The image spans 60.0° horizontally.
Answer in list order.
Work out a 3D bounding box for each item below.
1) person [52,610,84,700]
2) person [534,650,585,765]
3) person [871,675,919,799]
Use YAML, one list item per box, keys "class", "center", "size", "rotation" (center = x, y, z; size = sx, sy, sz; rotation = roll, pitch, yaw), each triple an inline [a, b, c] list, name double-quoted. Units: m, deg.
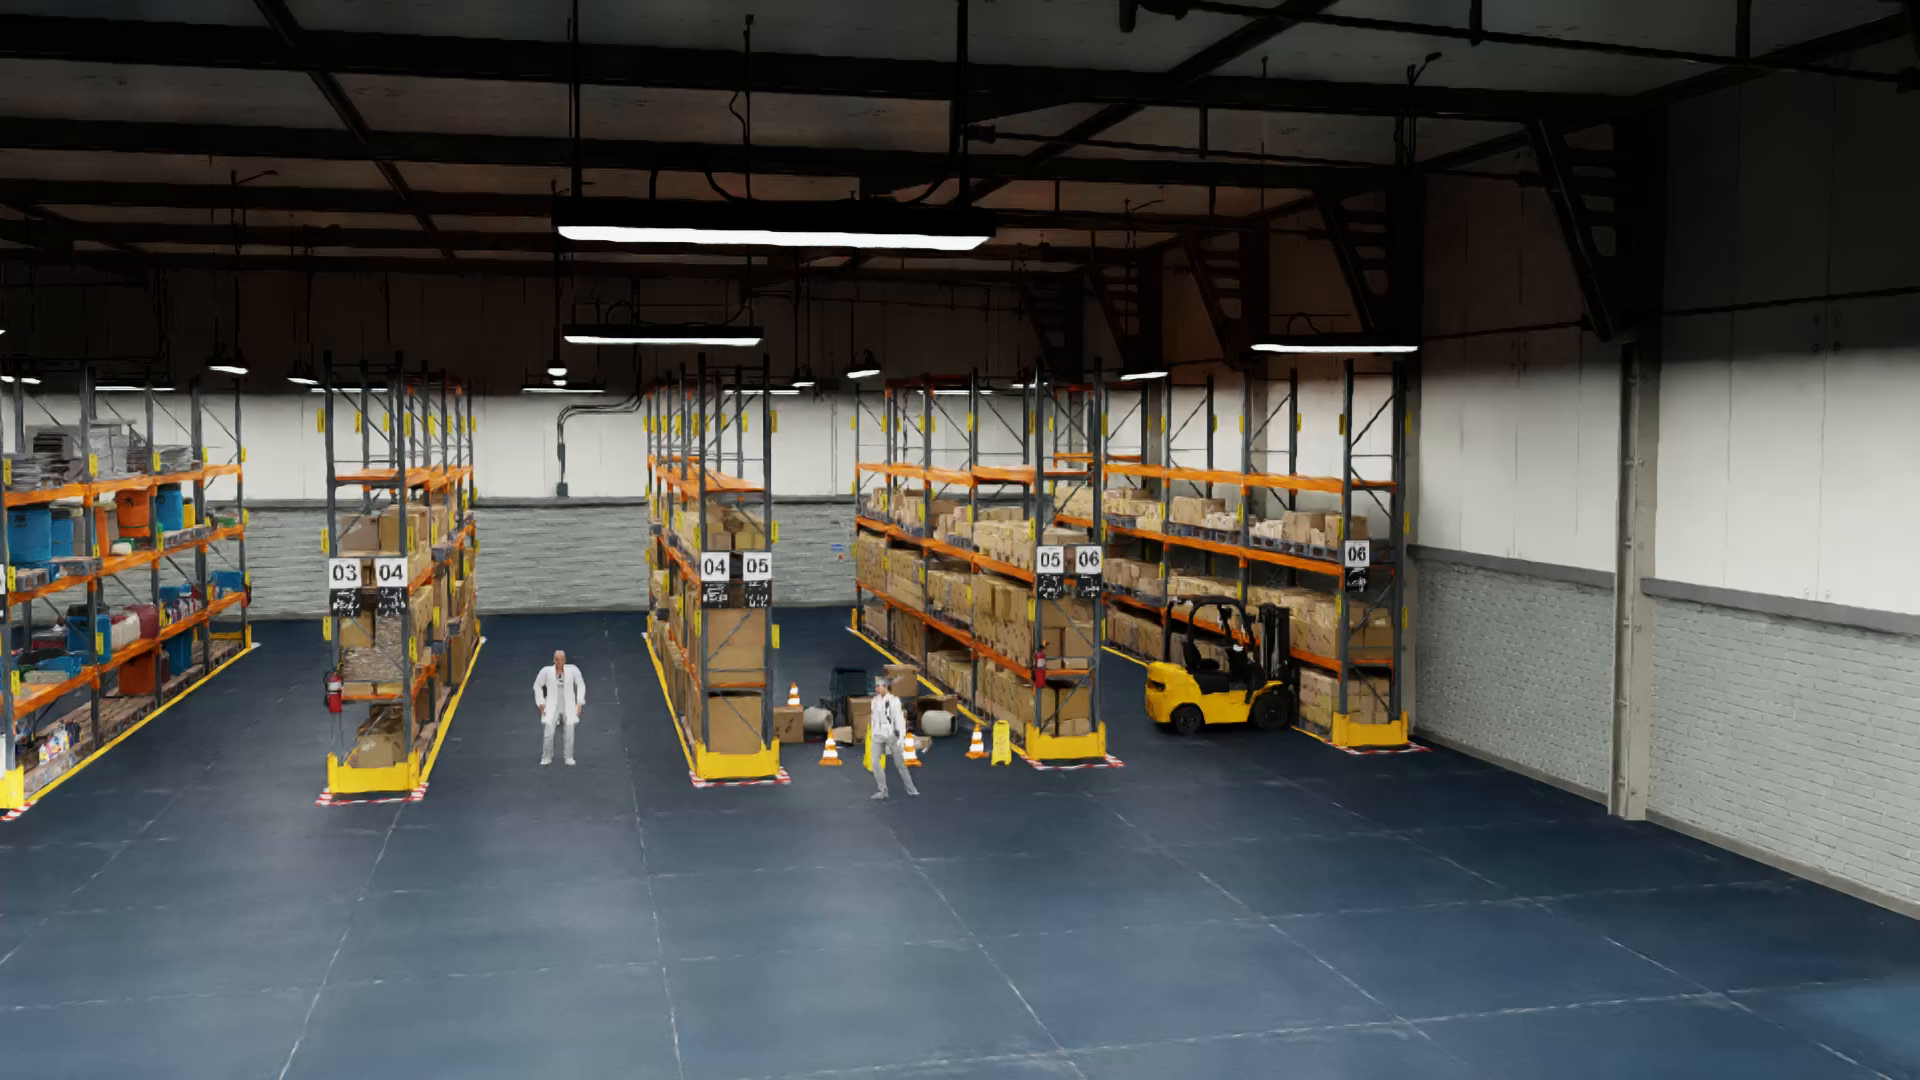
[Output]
- class: "person"
  center: [-16.322, 2.068, 30.306]
  size: [0.443, 1.623, 0.991]
  rotation: [0, 4, -4]
- class: "person"
  center: [-5.863, 2.448, 24.349]
  size: [0.729, 1.733, 0.546]
  rotation: [-1, 4, -14]
- class: "person"
  center: [-0.897, 2.628, 22.330]
  size: [0.628, 1.651, 0.585]
  rotation: [2, 4, 27]
